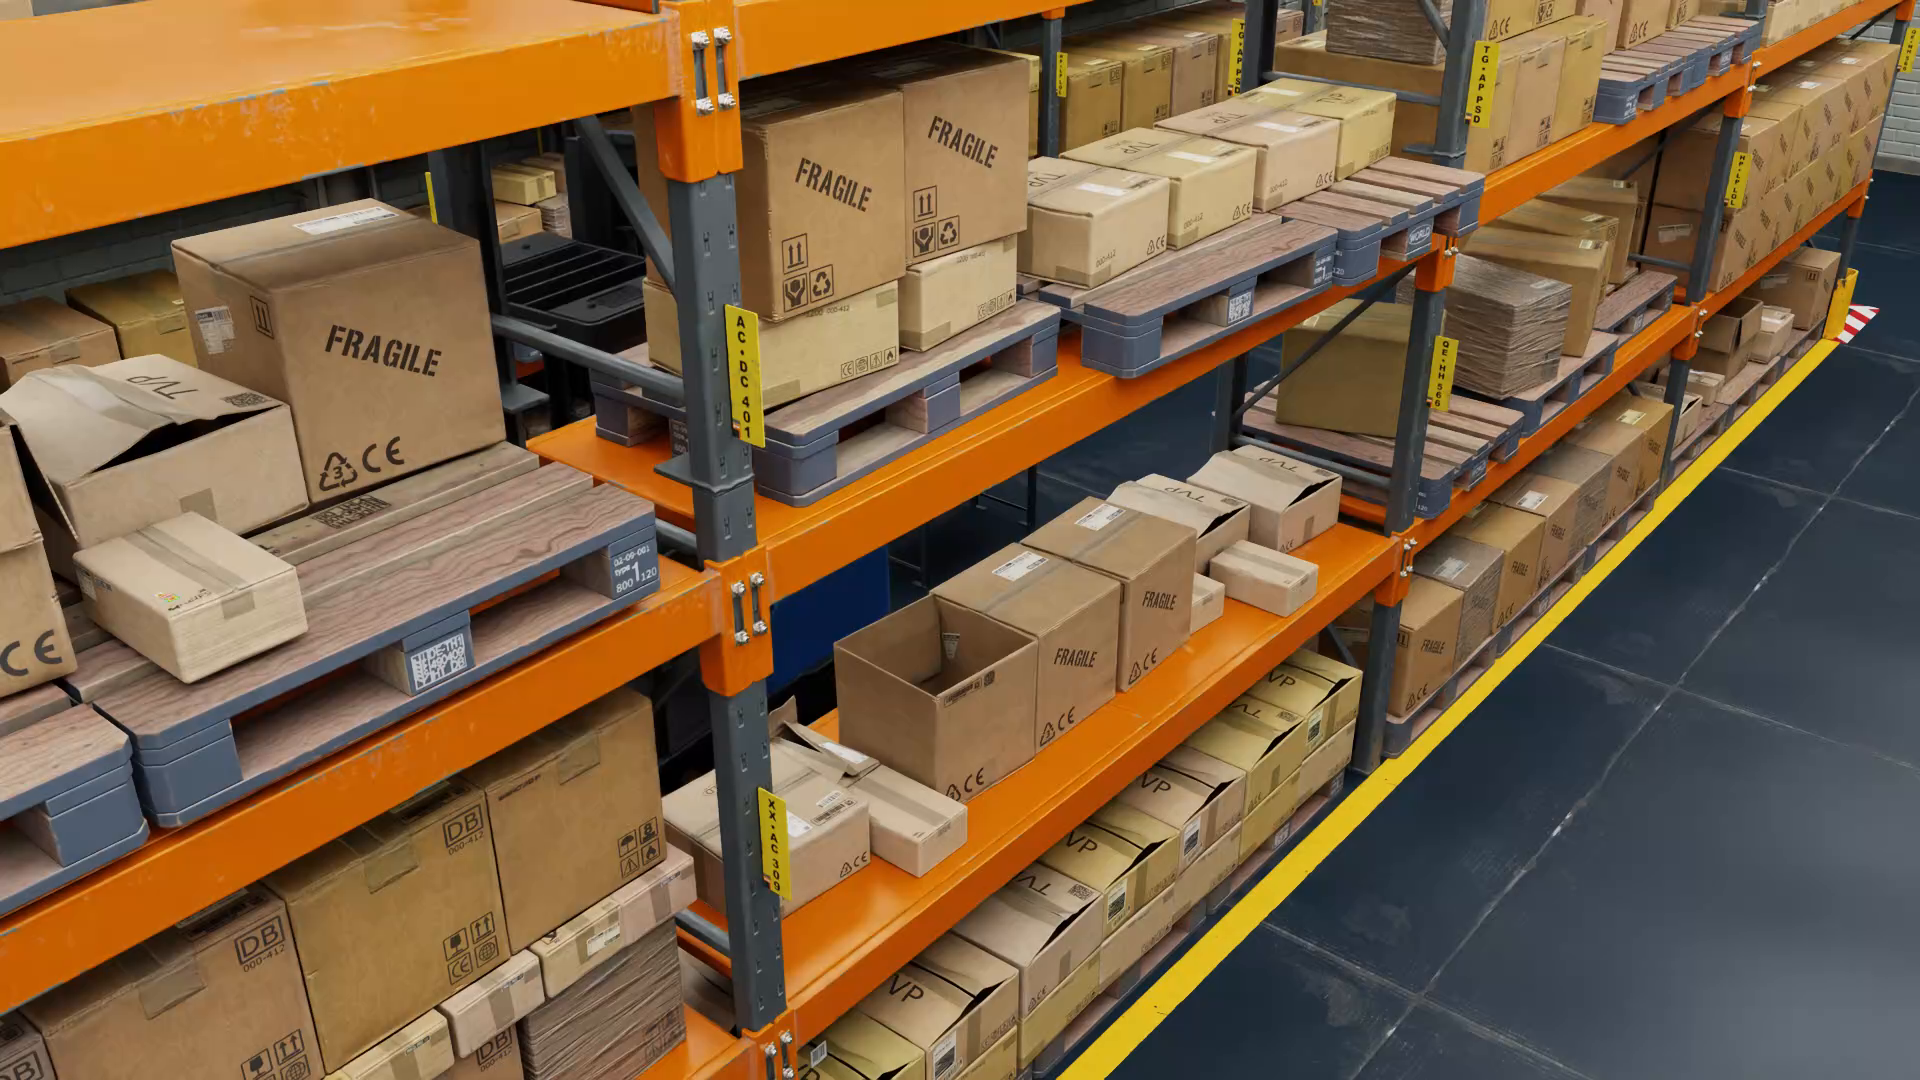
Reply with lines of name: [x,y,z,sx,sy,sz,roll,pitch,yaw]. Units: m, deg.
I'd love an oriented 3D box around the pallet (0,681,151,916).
pallet: [-2.217,0.512,2.828,1.003,0.211,1.213,21,34,34]

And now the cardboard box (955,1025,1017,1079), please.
cardboard box: [-0.145,1.847,5.950,0.500,0.250,0.500,22,34,36]

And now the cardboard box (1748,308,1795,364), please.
cardboard box: [5.931,-1.572,12.538,0.500,0.250,0.500,21,34,34]

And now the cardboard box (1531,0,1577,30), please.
cardboard box: [2.557,-2.689,7.723,0.500,0.500,0.500,21,34,34]

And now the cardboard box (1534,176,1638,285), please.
cardboard box: [3.696,-1.901,10.094,0.700,0.500,0.500,9,29,18]

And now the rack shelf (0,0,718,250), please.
rack shelf: [-2.191,-0.394,2.437,1.077,0.370,4.000,21,34,34]

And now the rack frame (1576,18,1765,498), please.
rack frame: [4.170,-1.772,10.411,1.000,3.000,0.127,21,34,34]

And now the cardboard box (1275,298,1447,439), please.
cardboard box: [1.939,-0.841,8.046,0.700,0.500,0.500,10,29,18]

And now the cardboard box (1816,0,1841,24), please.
cardboard box: [5.310,-3.491,10.632,0.500,0.250,0.500,21,34,34]

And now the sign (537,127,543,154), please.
sign: [-2.630,-2.476,10.511,0.100,0.325,0.005,21,34,34]

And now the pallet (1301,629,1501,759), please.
pallet: [2.130,0.631,8.801,1.003,0.211,1.213,21,34,34]

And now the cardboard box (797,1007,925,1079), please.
cardboard box: [-0.464,1.776,5.478,0.500,0.311,0.500,21,34,35]

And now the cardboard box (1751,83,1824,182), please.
cardboard box: [5.342,-2.711,11.029,0.500,0.500,0.500,20,33,33]

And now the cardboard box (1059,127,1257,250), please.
cardboard box: [0.688,-1.238,5.821,0.500,0.250,0.500,20,33,33]

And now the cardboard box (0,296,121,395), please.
cardboard box: [-4.393,-0.793,7.930,0.700,0.500,0.500,21,34,35]

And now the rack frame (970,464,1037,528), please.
rack frame: [0.269,-0.816,10.195,0.500,1.500,0.032,21,34,34]

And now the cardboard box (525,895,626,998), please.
cardboard box: [-1.085,0.978,4.281,0.380,0.149,0.250,20,33,33]

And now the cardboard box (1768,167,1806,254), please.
cardboard box: [5.347,-2.277,11.278,0.500,0.500,0.500,21,34,34]

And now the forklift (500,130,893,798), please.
forklift: [-1.609,-0.232,7.508,1.130,2.935,3.031,18,32,30]

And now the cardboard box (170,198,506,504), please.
cardboard box: [-1.443,-0.460,3.891,0.500,0.500,0.500,24,36,38]

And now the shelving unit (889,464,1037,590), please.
shelving unit: [-0.054,-0.636,9.847,0.538,1.500,1.048,21,34,34]

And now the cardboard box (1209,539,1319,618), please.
cardboard box: [1.267,0.157,6.955,0.380,0.149,0.250,21,34,34]

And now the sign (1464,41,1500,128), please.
sign: [2.049,-1.786,6.525,0.100,0.325,0.005,21,34,34]

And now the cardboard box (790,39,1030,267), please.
cardboard box: [-0.152,-1.137,4.809,0.500,0.500,0.500,-25,36,-39]

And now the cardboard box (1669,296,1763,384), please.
cardboard box: [5.361,-1.527,12.174,0.797,0.503,0.637,21,34,34]

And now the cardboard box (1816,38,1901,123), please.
cardboard box: [6.643,-3.441,12.440,0.500,0.500,0.500,20,34,34]

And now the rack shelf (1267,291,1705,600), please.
rack shelf: [2.898,-0.744,9.206,1.077,0.370,4.000,21,34,34]

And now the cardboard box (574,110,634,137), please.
cardboard box: [-2.111,-2.556,10.655,0.500,0.250,0.500,22,34,36]

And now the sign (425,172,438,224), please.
sign: [-1.344,-0.793,4.348,0.100,0.325,0.005,21,34,34]

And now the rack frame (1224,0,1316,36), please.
rack frame: [2.889,-4.637,15.949,1.000,3.000,0.127,21,34,34]

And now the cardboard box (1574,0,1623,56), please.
cardboard box: [2.946,-2.749,8.360,0.600,0.600,0.600,19,33,33]

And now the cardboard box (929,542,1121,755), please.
cardboard box: [0.236,0.388,6.127,0.500,0.500,0.500,21,34,34]

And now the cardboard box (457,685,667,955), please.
cardboard box: [-1.196,0.603,4.300,0.700,0.500,0.500,21,34,35]

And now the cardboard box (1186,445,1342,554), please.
cardboard box: [1.361,-0.198,7.466,0.500,0.311,0.500,23,35,37]

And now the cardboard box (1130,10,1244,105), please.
cardboard box: [2.118,-4.325,15.020,0.980,0.700,0.700,20,34,34]

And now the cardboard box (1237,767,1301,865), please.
cardboard box: [1.154,1.122,7.352,0.500,0.250,0.500,20,34,34]

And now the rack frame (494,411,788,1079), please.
rack frame: [-0.919,1.064,4.929,1.000,3.000,0.127,21,34,34]

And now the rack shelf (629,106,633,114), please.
rack shelf: [-3.471,-2.104,8.571,1.077,0.370,4.000,21,34,34]

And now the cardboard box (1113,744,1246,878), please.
cardboard box: [0.834,1.054,6.874,0.500,0.311,0.500,20,34,34]

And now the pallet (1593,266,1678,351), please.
pallet: [3.577,-1.436,9.970,1.003,0.211,1.213,21,34,34]

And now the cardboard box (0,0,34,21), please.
cardboard box: [-4.334,-2.116,7.245,0.500,0.500,0.500,-23,35,-37]

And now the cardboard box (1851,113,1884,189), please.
cardboard box: [6.639,-2.997,12.669,0.500,0.500,0.500,22,35,36]

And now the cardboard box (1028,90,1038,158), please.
cardboard box: [0.246,-3.167,12.653,0.500,0.500,0.500,20,33,34]

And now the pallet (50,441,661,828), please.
pallet: [-1.441,0.081,3.661,1.003,0.211,1.213,21,34,34]

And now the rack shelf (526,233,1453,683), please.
rack shelf: [0.353,-0.658,5.775,1.077,0.370,4.000,21,34,34]

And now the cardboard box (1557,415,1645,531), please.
cardboard box: [3.756,-0.426,10.051,0.500,0.500,0.500,21,34,35]

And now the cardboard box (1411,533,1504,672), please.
cardboard box: [2.464,0.296,8.656,0.500,0.500,0.500,19,33,33]

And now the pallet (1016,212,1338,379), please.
pallet: [0.554,-0.938,5.740,1.003,0.211,1.213,23,35,37]
